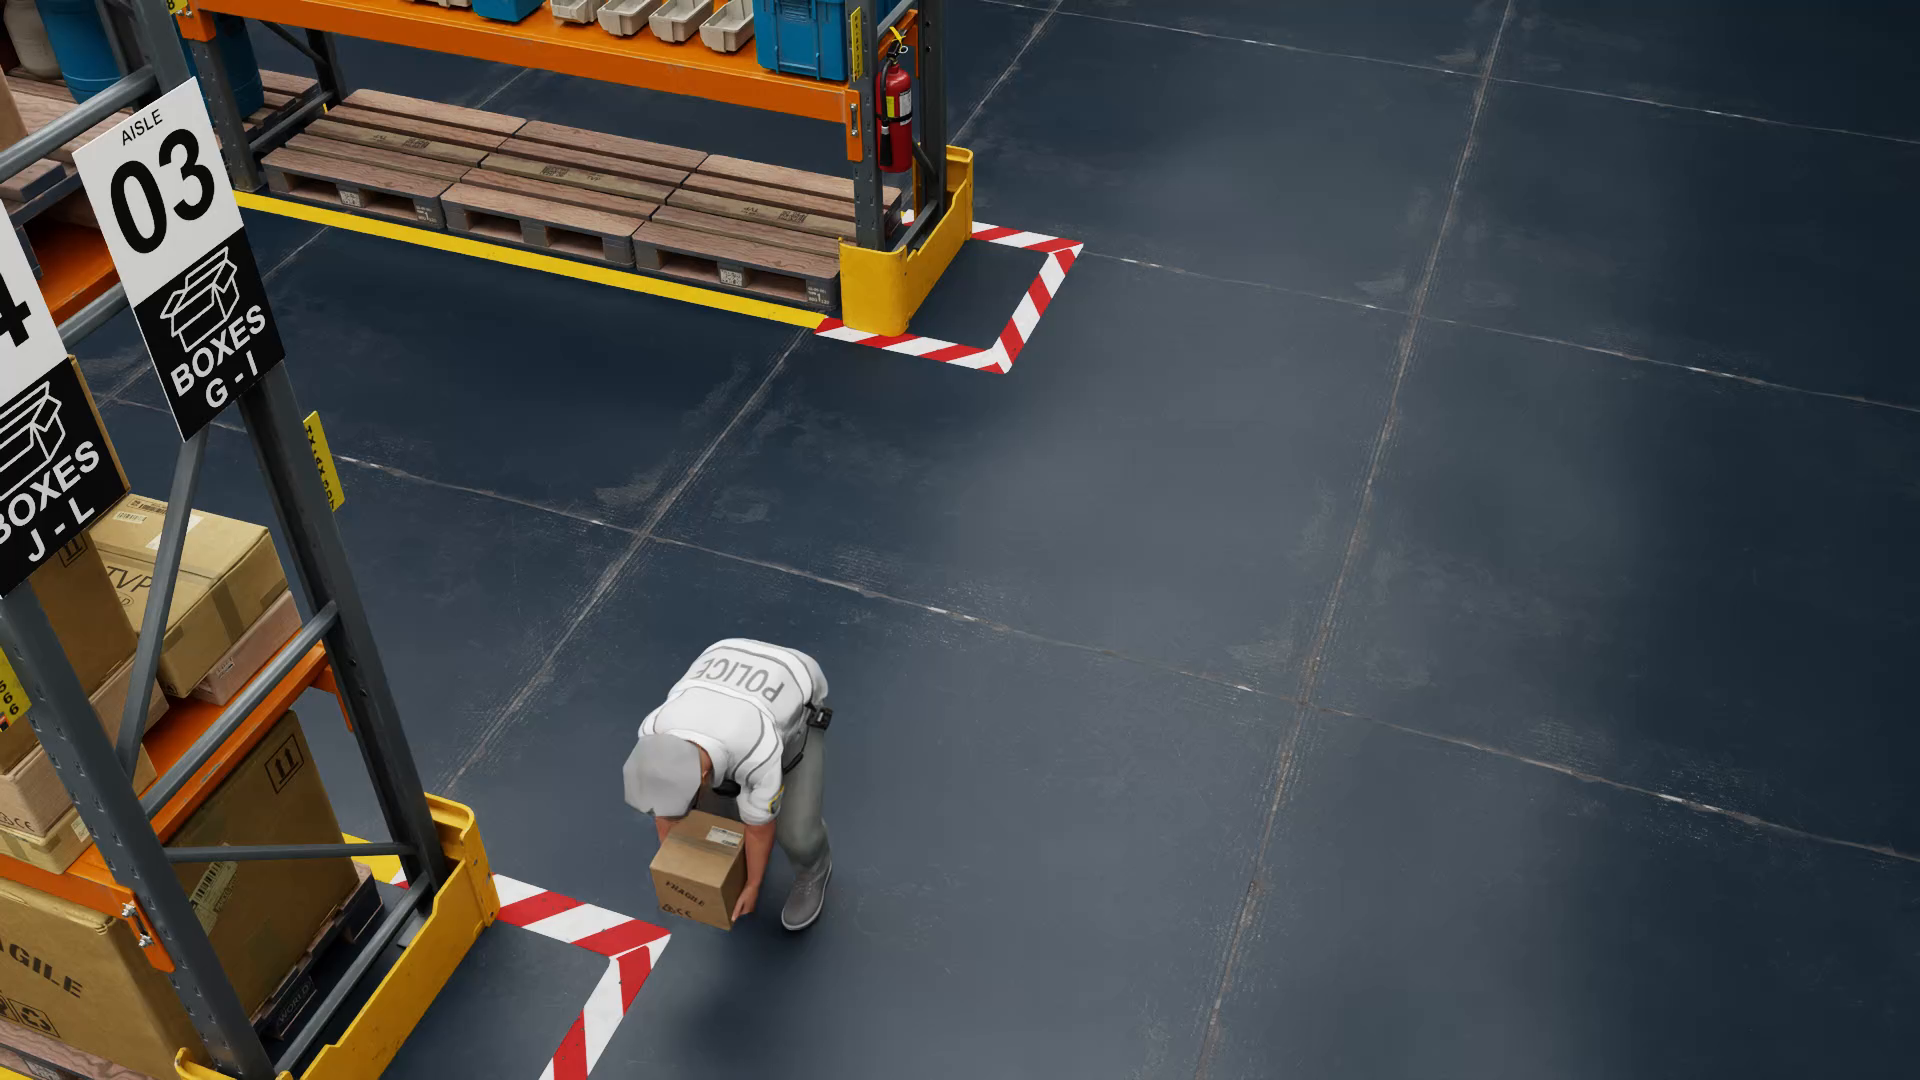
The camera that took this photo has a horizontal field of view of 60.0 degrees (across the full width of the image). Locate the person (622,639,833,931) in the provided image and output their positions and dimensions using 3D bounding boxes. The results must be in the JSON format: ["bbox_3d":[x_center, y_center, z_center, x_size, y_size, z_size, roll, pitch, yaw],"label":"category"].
[{"bbox_3d":[-0.749,0.881,5.464,0.496,1.341,0.987,12,43,13],"label":"person"}]
